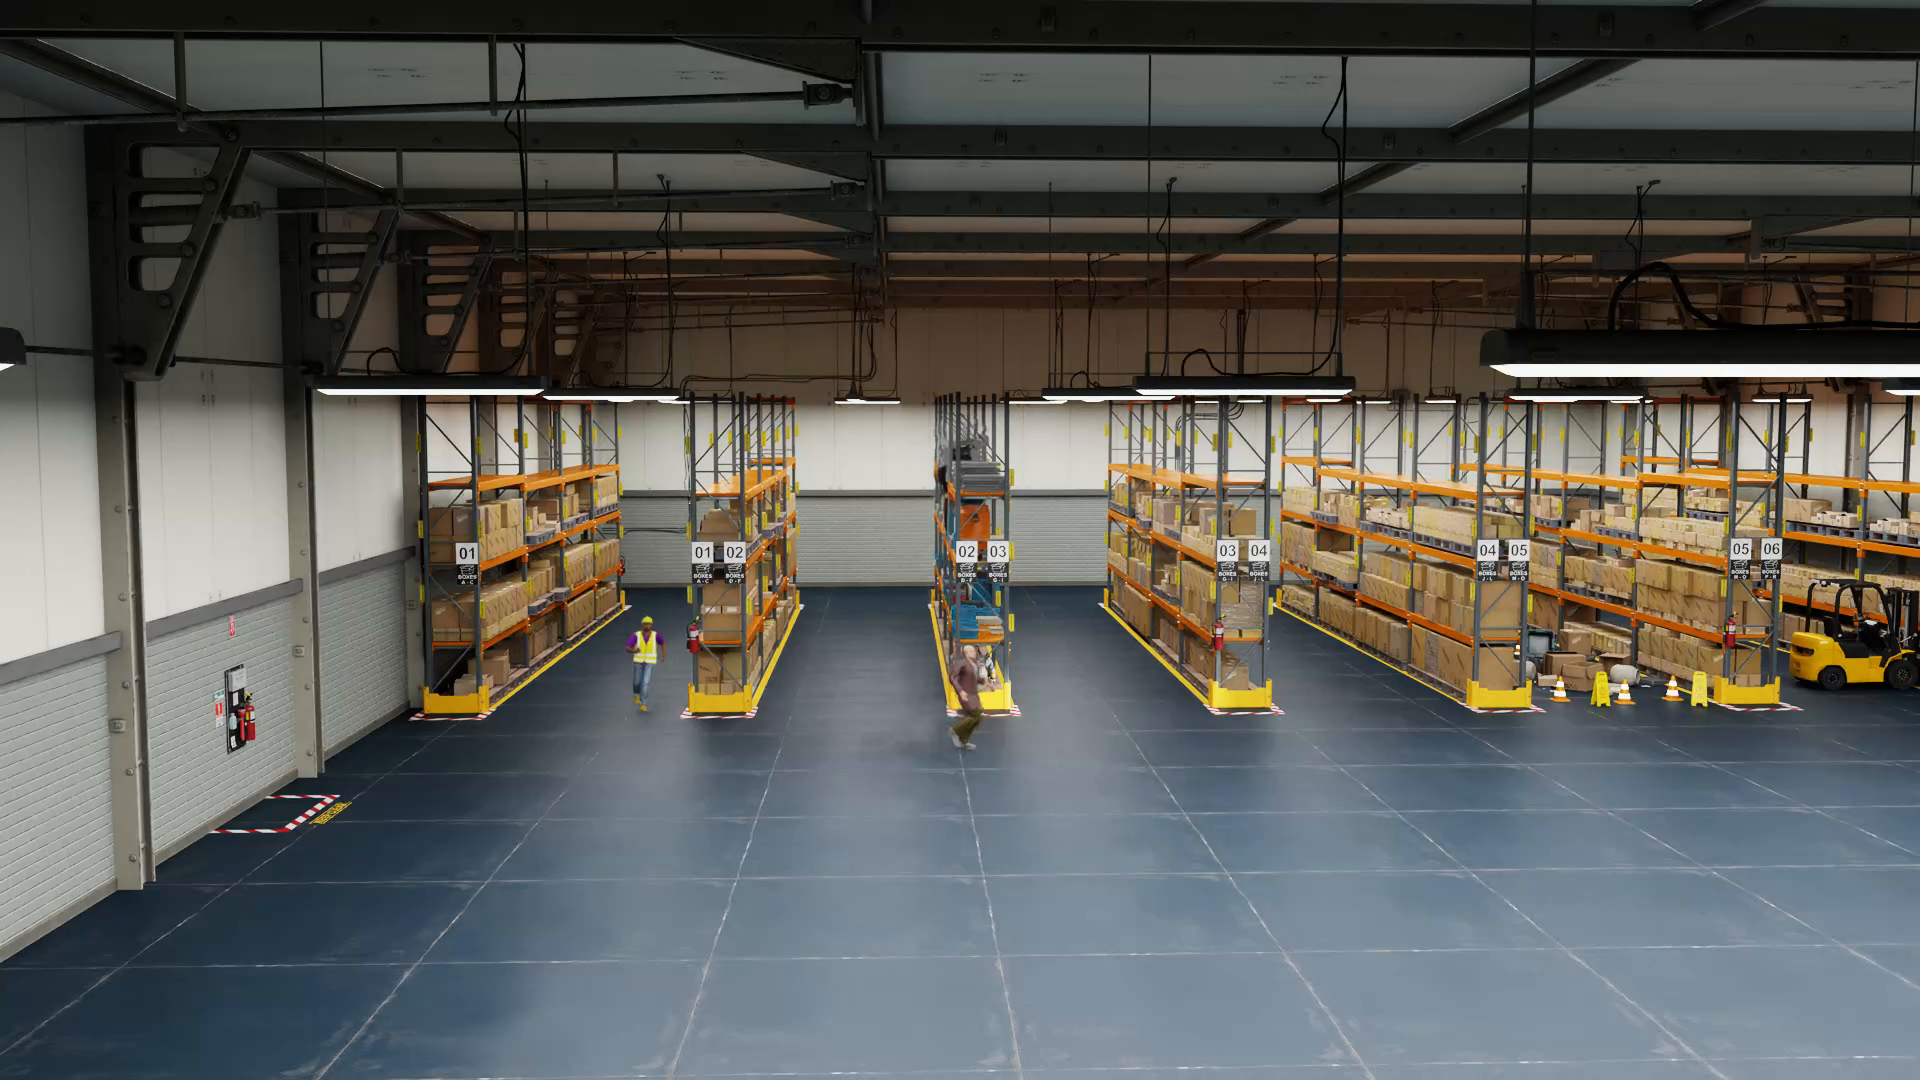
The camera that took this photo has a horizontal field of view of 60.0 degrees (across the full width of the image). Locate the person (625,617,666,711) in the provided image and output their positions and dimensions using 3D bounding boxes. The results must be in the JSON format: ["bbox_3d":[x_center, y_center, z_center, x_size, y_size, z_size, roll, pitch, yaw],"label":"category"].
[{"bbox_3d":[-5.945,2.325,31.386,0.750,1.725,0.970,-1,5,-8],"label":"person"}]

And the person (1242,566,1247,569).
[{"bbox_3d":[7.921,1.074,47.998,0.783,1.617,0.773,2,5,27],"label":"person"}]

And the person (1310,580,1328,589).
[{"bbox_3d":[10.598,0.988,48.959,0.557,1.664,0.593,-1,5,-10],"label":"person"}]

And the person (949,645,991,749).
[{"bbox_3d":[0.188,2.625,27.820,0.650,1.747,0.692,2,5,26],"label":"person"}]
